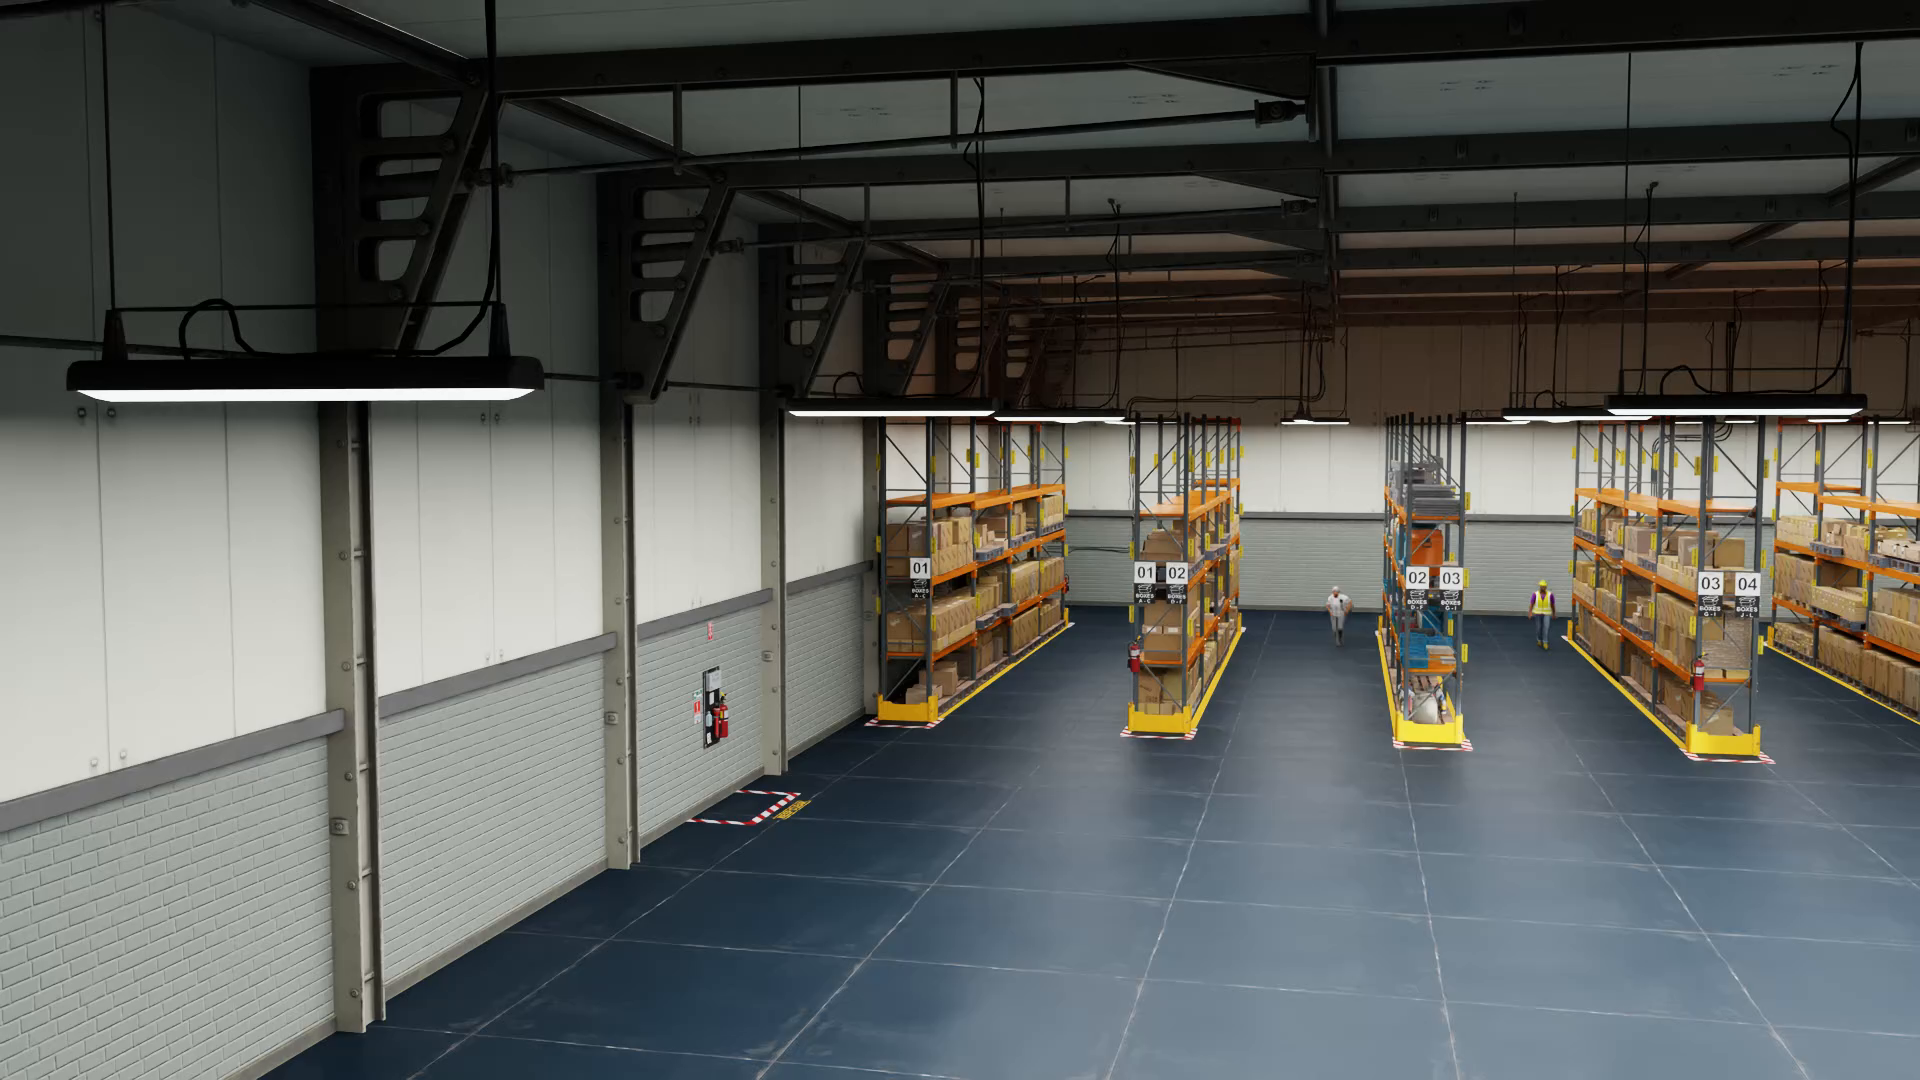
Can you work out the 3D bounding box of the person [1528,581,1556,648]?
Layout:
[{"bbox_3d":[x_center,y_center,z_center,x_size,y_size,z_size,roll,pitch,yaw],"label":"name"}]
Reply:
[{"bbox_3d":[15.111,1.923,43.161,0.673,1.712,1.022,1,4,18],"label":"person"}]

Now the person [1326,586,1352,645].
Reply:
[{"bbox_3d":[9.942,1.987,43.604,0.651,1.578,0.743,2,4,24],"label":"person"}]
